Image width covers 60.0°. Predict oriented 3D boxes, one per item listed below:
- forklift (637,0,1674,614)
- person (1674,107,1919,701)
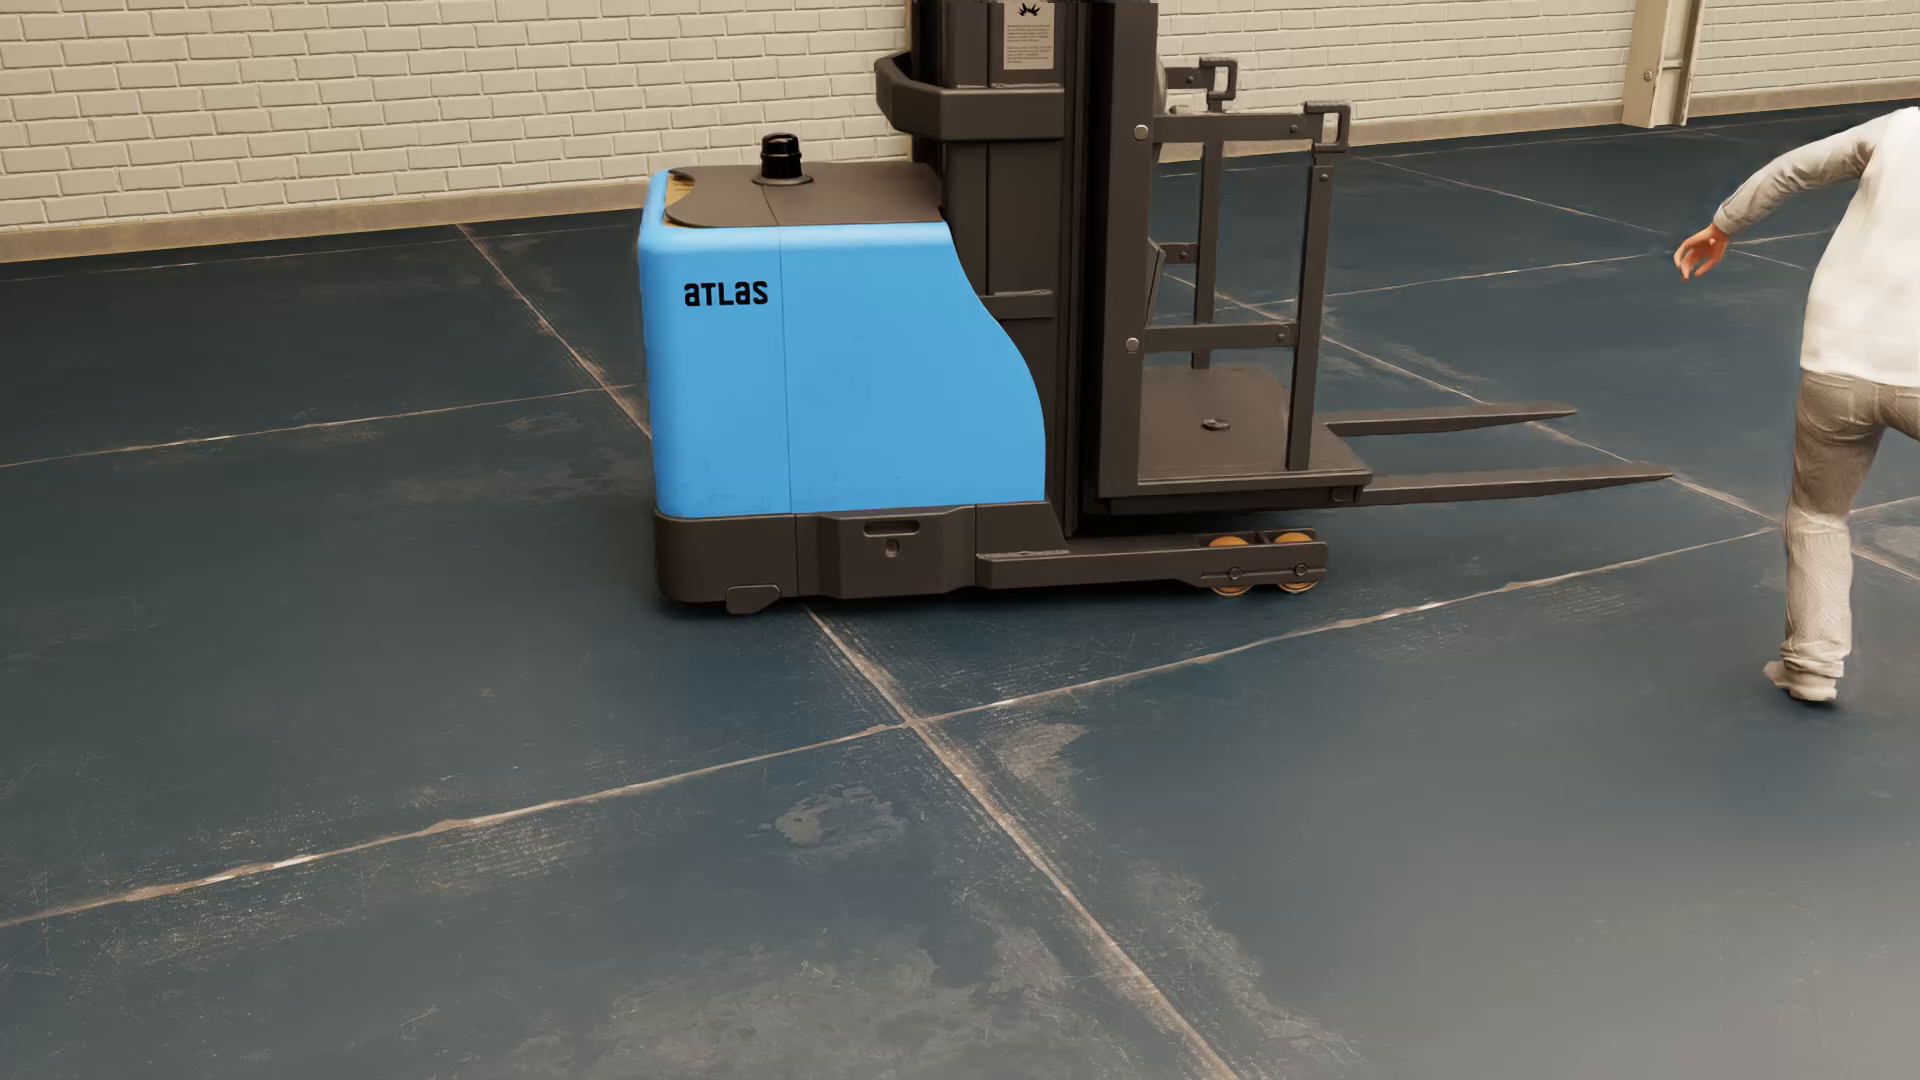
[{"bbox_3d":[0.608,-1.392,4.637,3.031,2.935,1.130,-3,23,-7],"label":"forklift"},{"bbox_3d":[2.240,-0.422,4.037,0.573,1.684,1.121,-17,28,-36],"label":"person"}]
